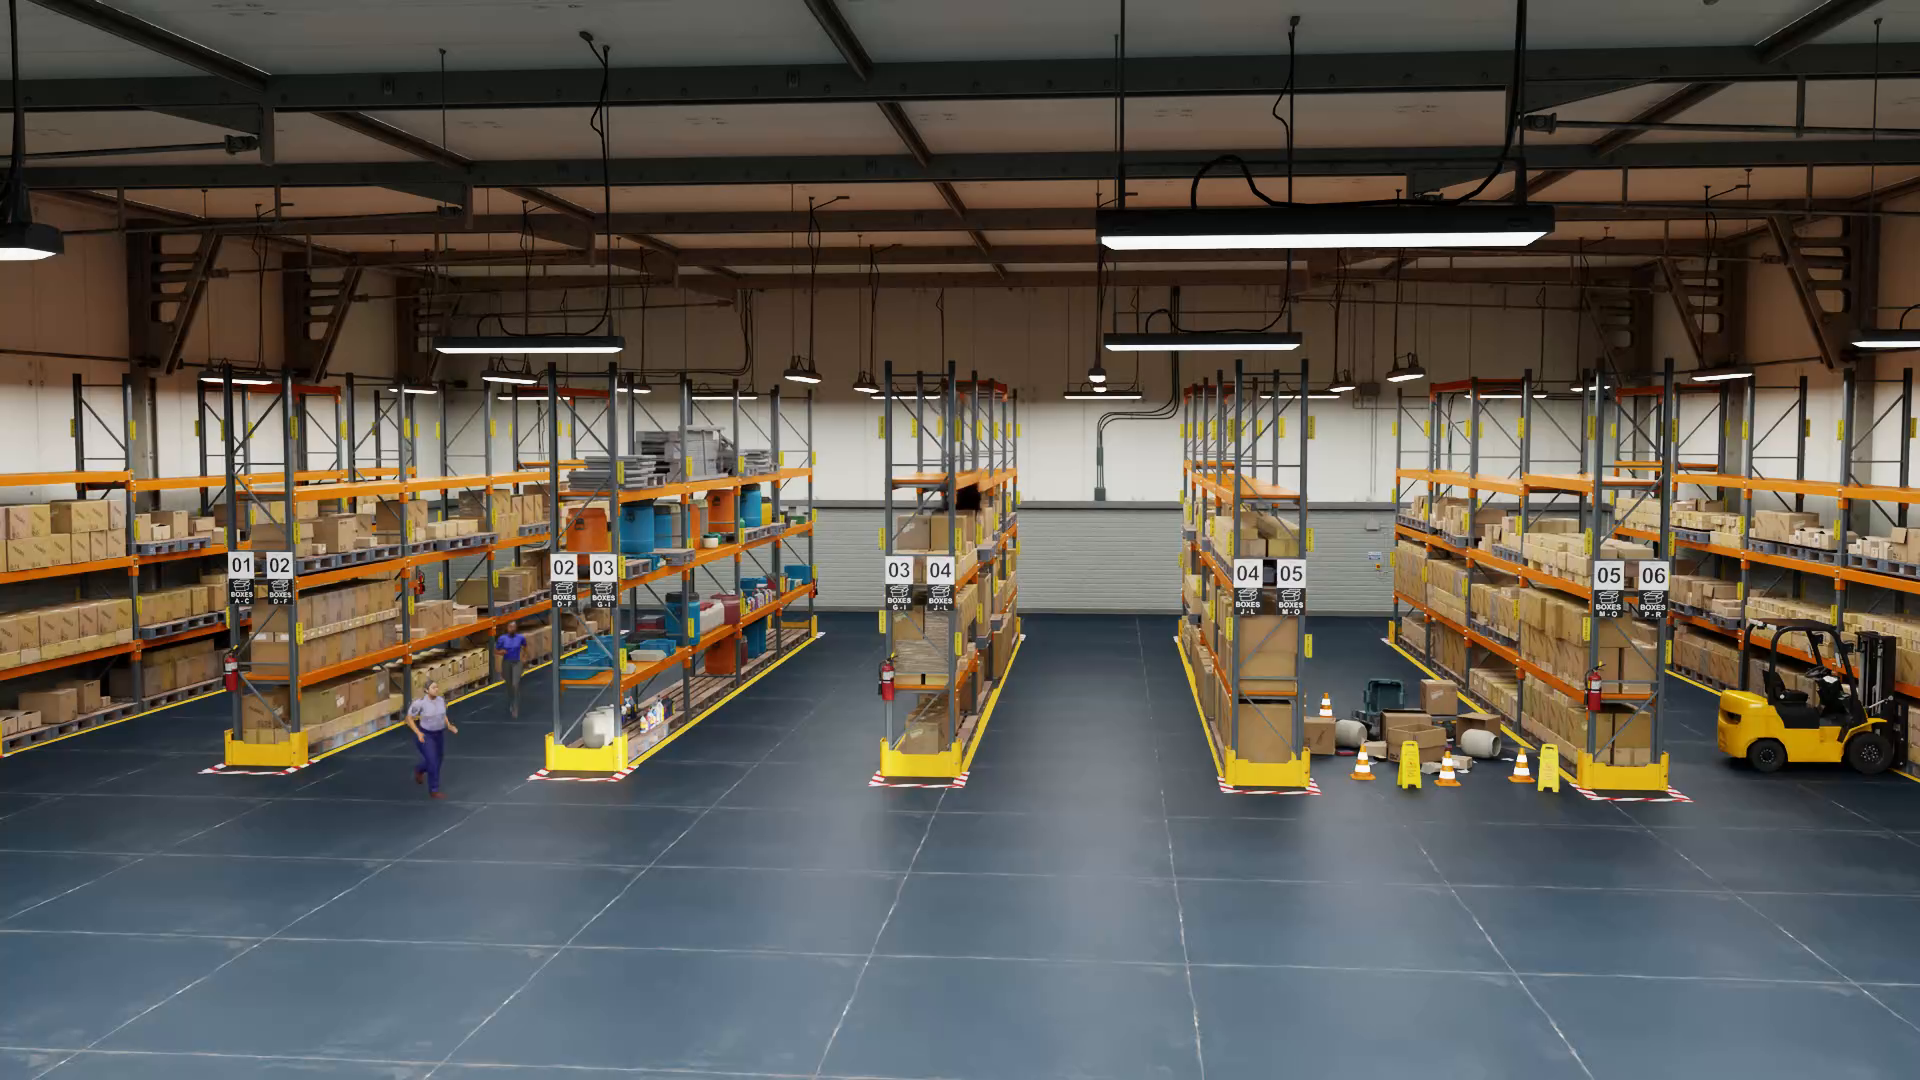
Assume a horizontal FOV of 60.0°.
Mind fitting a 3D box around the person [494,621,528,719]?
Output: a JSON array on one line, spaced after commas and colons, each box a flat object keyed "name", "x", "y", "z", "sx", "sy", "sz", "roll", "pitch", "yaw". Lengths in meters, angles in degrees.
[{"name": "person", "x": -7.893, "y": 2.261, "z": 29.229, "sx": 0.556, "sy": 1.706, "sz": 0.816, "roll": -1, "pitch": 4, "yaw": -9}]

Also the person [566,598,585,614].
[{"name": "person", "x": -9.790, "y": 1.365, "z": 42.242, "sx": 0.643, "sy": 1.744, "sz": 0.723, "roll": 1, "pitch": 4, "yaw": 21}]

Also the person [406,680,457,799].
[{"name": "person", "x": -7.312, "y": 2.713, "z": 22.799, "sx": 0.739, "sy": 1.622, "sz": 0.592, "roll": 2, "pitch": 4, "yaw": 33}]
